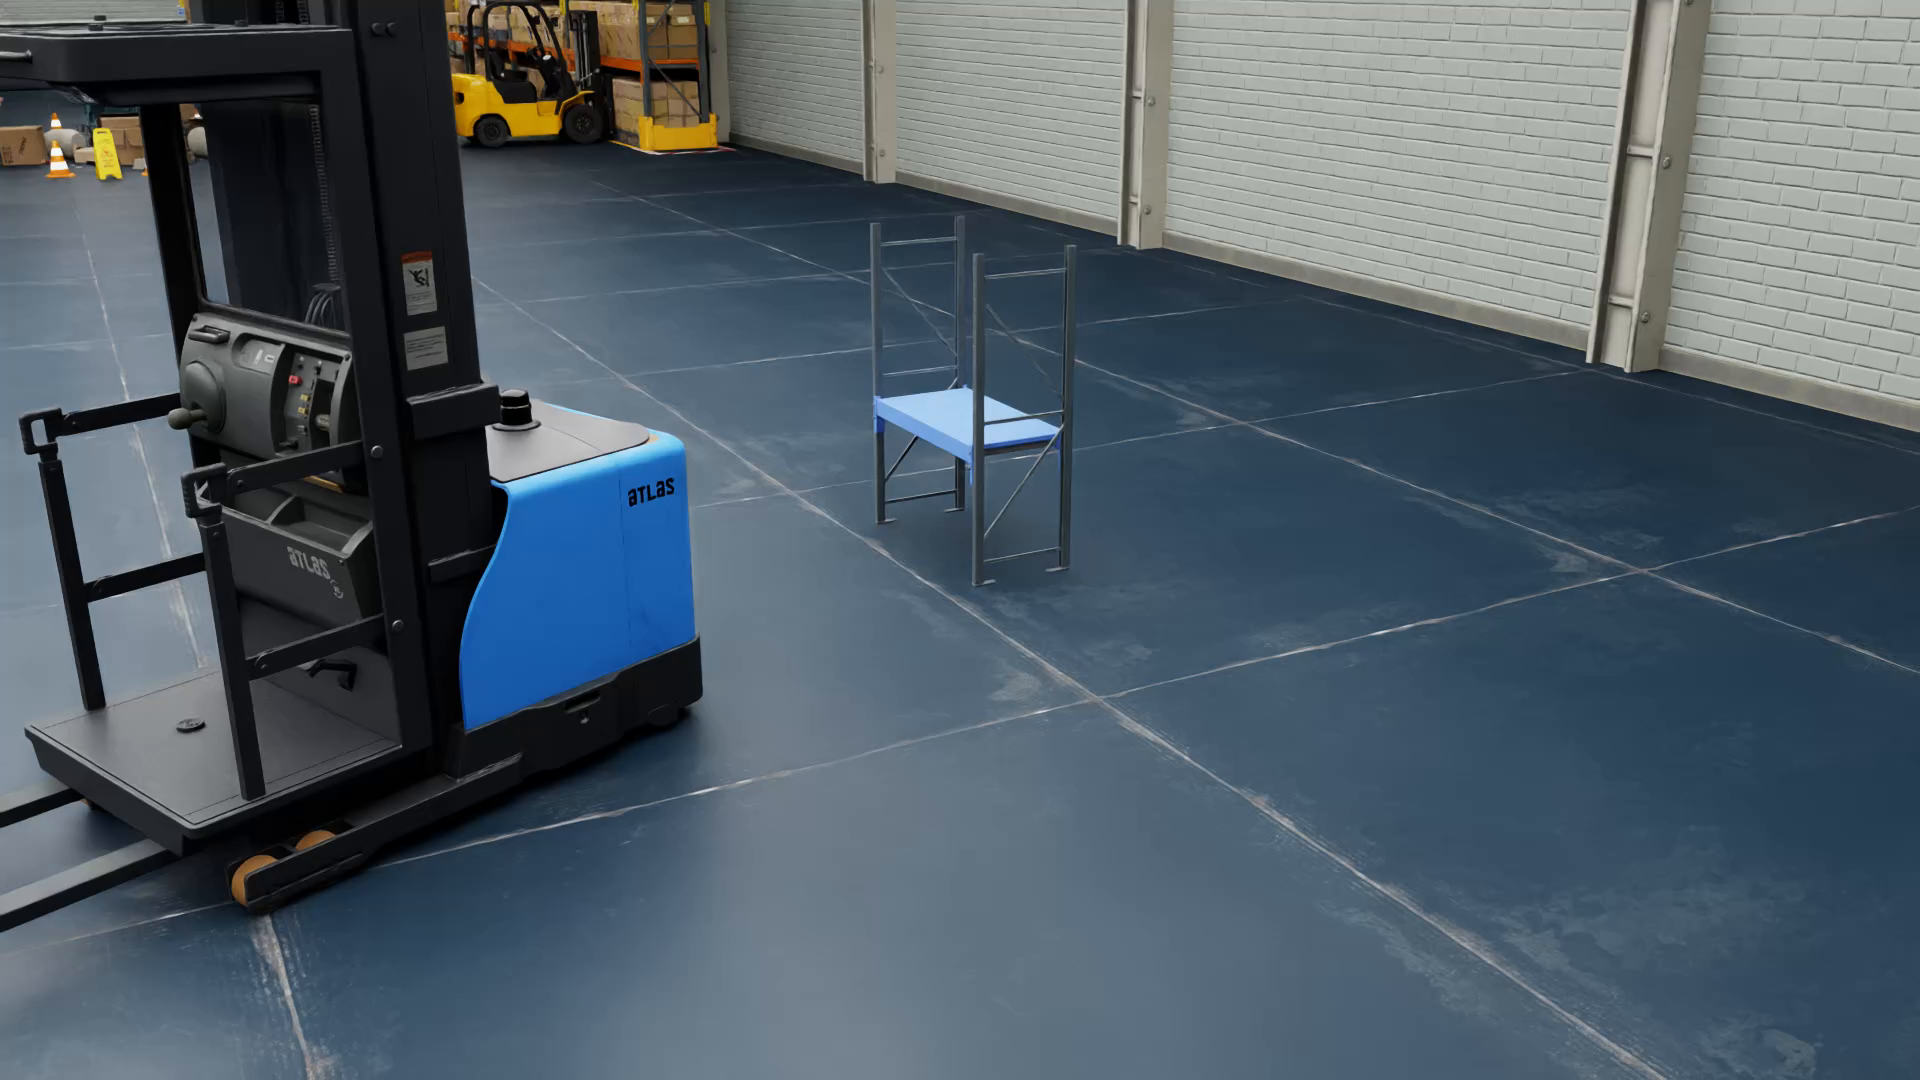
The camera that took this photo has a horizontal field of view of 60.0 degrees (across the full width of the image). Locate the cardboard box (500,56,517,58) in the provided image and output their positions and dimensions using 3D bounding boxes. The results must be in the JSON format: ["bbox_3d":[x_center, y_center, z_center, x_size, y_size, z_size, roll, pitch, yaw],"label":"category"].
[{"bbox_3d":[-9.487,-10.111,35.028,0.380,0.149,0.250,-10,21,-27],"label":"cardboard box"}]

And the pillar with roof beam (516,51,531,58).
[{"bbox_3d":[-13.372,-13.431,33.260,9.100,9.000,0.400,-10,21,-27],"label":"pillar with roof beam"}]

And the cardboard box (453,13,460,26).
[{"bbox_3d":[-10.502,-11.101,35.478,0.500,0.250,0.500,-9,21,-25],"label":"cardboard box"}]

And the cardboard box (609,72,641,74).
[{"bbox_3d":[-5.589,-7.743,28.012,0.500,0.250,0.500,-10,22,-27],"label":"cardboard box"}]

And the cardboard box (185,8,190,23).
[{"bbox_3d":[-16.336,-11.166,35.740,0.500,0.500,0.500,-10,21,-27],"label":"cardboard box"}]

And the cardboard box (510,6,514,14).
[{"bbox_3d":[-8.254,-9.991,31.340,0.380,0.149,0.250,-9,21,-25],"label":"cardboard box"}]

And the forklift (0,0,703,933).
[{"bbox_3d":[-2.280,-0.464,4.982,1.130,2.935,3.031,15,24,36],"label":"forklift"}]

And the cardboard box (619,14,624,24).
[{"bbox_3d":[-5.083,-8.114,25.899,0.380,0.149,0.250,-10,21,-27],"label":"cardboard box"}]

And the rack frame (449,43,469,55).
[{"bbox_3d":[-11.945,-12.071,38.515,1.000,3.000,0.127,-10,21,-27],"label":"rack frame"}]

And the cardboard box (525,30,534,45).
[{"bbox_3d":[-7.665,-9.247,30.559,0.500,0.250,0.500,-11,22,-28],"label":"cardboard box"}]

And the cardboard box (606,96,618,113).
[{"bbox_3d":[-5.346,-6.995,26.610,0.500,0.250,0.500,-11,22,-28],"label":"cardboard box"}]

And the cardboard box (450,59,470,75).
[{"bbox_3d":[-10.873,-10.348,36.711,0.700,0.500,0.500,-11,22,-29],"label":"cardboard box"}]

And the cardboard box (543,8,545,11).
[{"bbox_3d":[-7.237,-9.406,29.644,0.380,0.149,0.250,-10,21,-26],"label":"cardboard box"}]

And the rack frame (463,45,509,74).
[{"bbox_3d":[-10.045,-10.923,35.188,1.000,3.000,0.127,-10,21,-27],"label":"rack frame"}]

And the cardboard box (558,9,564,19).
[{"bbox_3d":[-6.743,-9.115,28.801,0.380,0.149,0.250,-10,22,-27],"label":"cardboard box"}]

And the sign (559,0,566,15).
[{"bbox_3d":[-6.719,-9.049,28.105,0.100,0.325,0.005,-10,21,-27],"label":"sign"}]

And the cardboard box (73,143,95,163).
[{"bbox_3d":[-12.484,-5.560,23.838,0.396,0.266,0.258,-6,20,-17],"label":"cardboard box"}]

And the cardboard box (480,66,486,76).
[{"bbox_3d":[-9.519,-9.471,34.168,0.500,0.500,0.500,-11,22,-28],"label":"cardboard box"}]

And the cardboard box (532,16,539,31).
[{"bbox_3d":[-7.416,-9.335,30.050,0.500,0.250,0.500,-10,21,-26],"label":"cardboard box"}]

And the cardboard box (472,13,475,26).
[{"bbox_3d":[-9.723,-10.600,33.813,0.396,0.266,0.258,-9,21,-24],"label":"cardboard box"}]

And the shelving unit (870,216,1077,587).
[{"bbox_3d":[0.041,-0.684,7.816,0.538,1.500,1.048,-10,21,-27],"label":"shelving unit"}]

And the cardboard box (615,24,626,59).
[{"bbox_3d":[-5.050,-7.776,25.916,0.500,0.500,0.500,-9,21,-25],"label":"cardboard box"}]

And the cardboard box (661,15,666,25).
[{"bbox_3d":[-4.453,-8.031,25.658,0.380,0.149,0.250,-10,21,-27],"label":"cardboard box"}]

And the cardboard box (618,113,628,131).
[{"bbox_3d":[-5.076,-6.607,26.252,0.500,0.250,0.500,-10,21,-27],"label":"cardboard box"}]

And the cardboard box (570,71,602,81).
[{"bbox_3d":[-6.293,-7.810,28.206,0.500,0.250,0.500,-10,22,-27],"label":"cardboard box"}]

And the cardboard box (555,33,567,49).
[{"bbox_3d":[-6.716,-8.660,28.858,0.500,0.250,0.500,-9,21,-25],"label":"cardboard box"}]

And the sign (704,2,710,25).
[{"bbox_3d":[-3.856,-8.009,25.295,0.100,0.325,0.005,-10,21,-27],"label":"sign"}]

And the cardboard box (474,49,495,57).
[{"bbox_3d":[-9.944,-10.176,34.760,0.380,0.149,0.250,-11,22,-29],"label":"cardboard box"}]

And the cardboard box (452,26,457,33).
[{"bbox_3d":[-10.707,-10.999,35.793,0.380,0.149,0.250,-9,21,-25],"label":"cardboard box"}]

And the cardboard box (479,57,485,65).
[{"bbox_3d":[-9.778,-9.963,34.599,0.380,0.149,0.250,-11,22,-29],"label":"cardboard box"}]

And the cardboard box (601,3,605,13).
[{"bbox_3d":[-5.541,-8.557,26.728,0.380,0.149,0.250,-10,21,-26],"label":"cardboard box"}]

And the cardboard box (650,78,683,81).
[{"bbox_3d":[-4.649,-7.160,26.320,0.500,0.250,0.500,-10,21,-27],"label":"cardboard box"}]

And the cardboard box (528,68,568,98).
[{"bbox_3d":[-7.545,-8.483,31.114,0.875,0.625,0.625,-9,21,-25],"label":"cardboard box"}]

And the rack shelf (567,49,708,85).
[{"bbox_3d":[-5.297,-7.712,26.986,1.077,0.370,4.000,-10,21,-27],"label":"rack shelf"}]

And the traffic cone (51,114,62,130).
[{"bbox_3d":[-14.229,-6.480,26.202,0.336,0.463,0.334,-10,21,-27],"label":"traffic cone"}]

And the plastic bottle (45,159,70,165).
[{"bbox_3d":[-12.814,-5.375,23.615,0.133,0.061,0.283,16,25,39],"label":"plastic bottle"}]

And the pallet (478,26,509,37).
[{"bbox_3d":[-9.074,-10.241,33.507,1.003,0.211,1.213,-10,21,-27],"label":"pallet"}]

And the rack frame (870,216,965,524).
[{"bbox_3d":[-0.201,-0.830,8.239,0.500,1.500,0.032,-10,21,-27],"label":"rack frame"}]

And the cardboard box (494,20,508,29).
[{"bbox_3d":[-8.796,-9.984,32.207,0.380,0.149,0.250,-10,21,-26],"label":"cardboard box"}]

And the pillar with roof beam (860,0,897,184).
[{"bbox_3d":[-4.824,-8.264,18.286,9.100,9.000,0.400,-10,21,-27],"label":"pillar with roof beam"}]

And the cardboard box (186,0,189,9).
[{"bbox_3d":[-16.083,-11.492,35.151,0.500,0.500,0.500,-11,22,-28],"label":"cardboard box"}]

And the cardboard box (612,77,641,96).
[{"bbox_3d":[-5.336,-7.222,26.502,0.500,0.250,0.500,-10,21,-26],"label":"cardboard box"}]

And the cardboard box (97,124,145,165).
[{"bbox_3d":[-11.776,-5.640,23.705,0.637,0.503,0.797,7,20,20],"label":"cardboard box"}]
